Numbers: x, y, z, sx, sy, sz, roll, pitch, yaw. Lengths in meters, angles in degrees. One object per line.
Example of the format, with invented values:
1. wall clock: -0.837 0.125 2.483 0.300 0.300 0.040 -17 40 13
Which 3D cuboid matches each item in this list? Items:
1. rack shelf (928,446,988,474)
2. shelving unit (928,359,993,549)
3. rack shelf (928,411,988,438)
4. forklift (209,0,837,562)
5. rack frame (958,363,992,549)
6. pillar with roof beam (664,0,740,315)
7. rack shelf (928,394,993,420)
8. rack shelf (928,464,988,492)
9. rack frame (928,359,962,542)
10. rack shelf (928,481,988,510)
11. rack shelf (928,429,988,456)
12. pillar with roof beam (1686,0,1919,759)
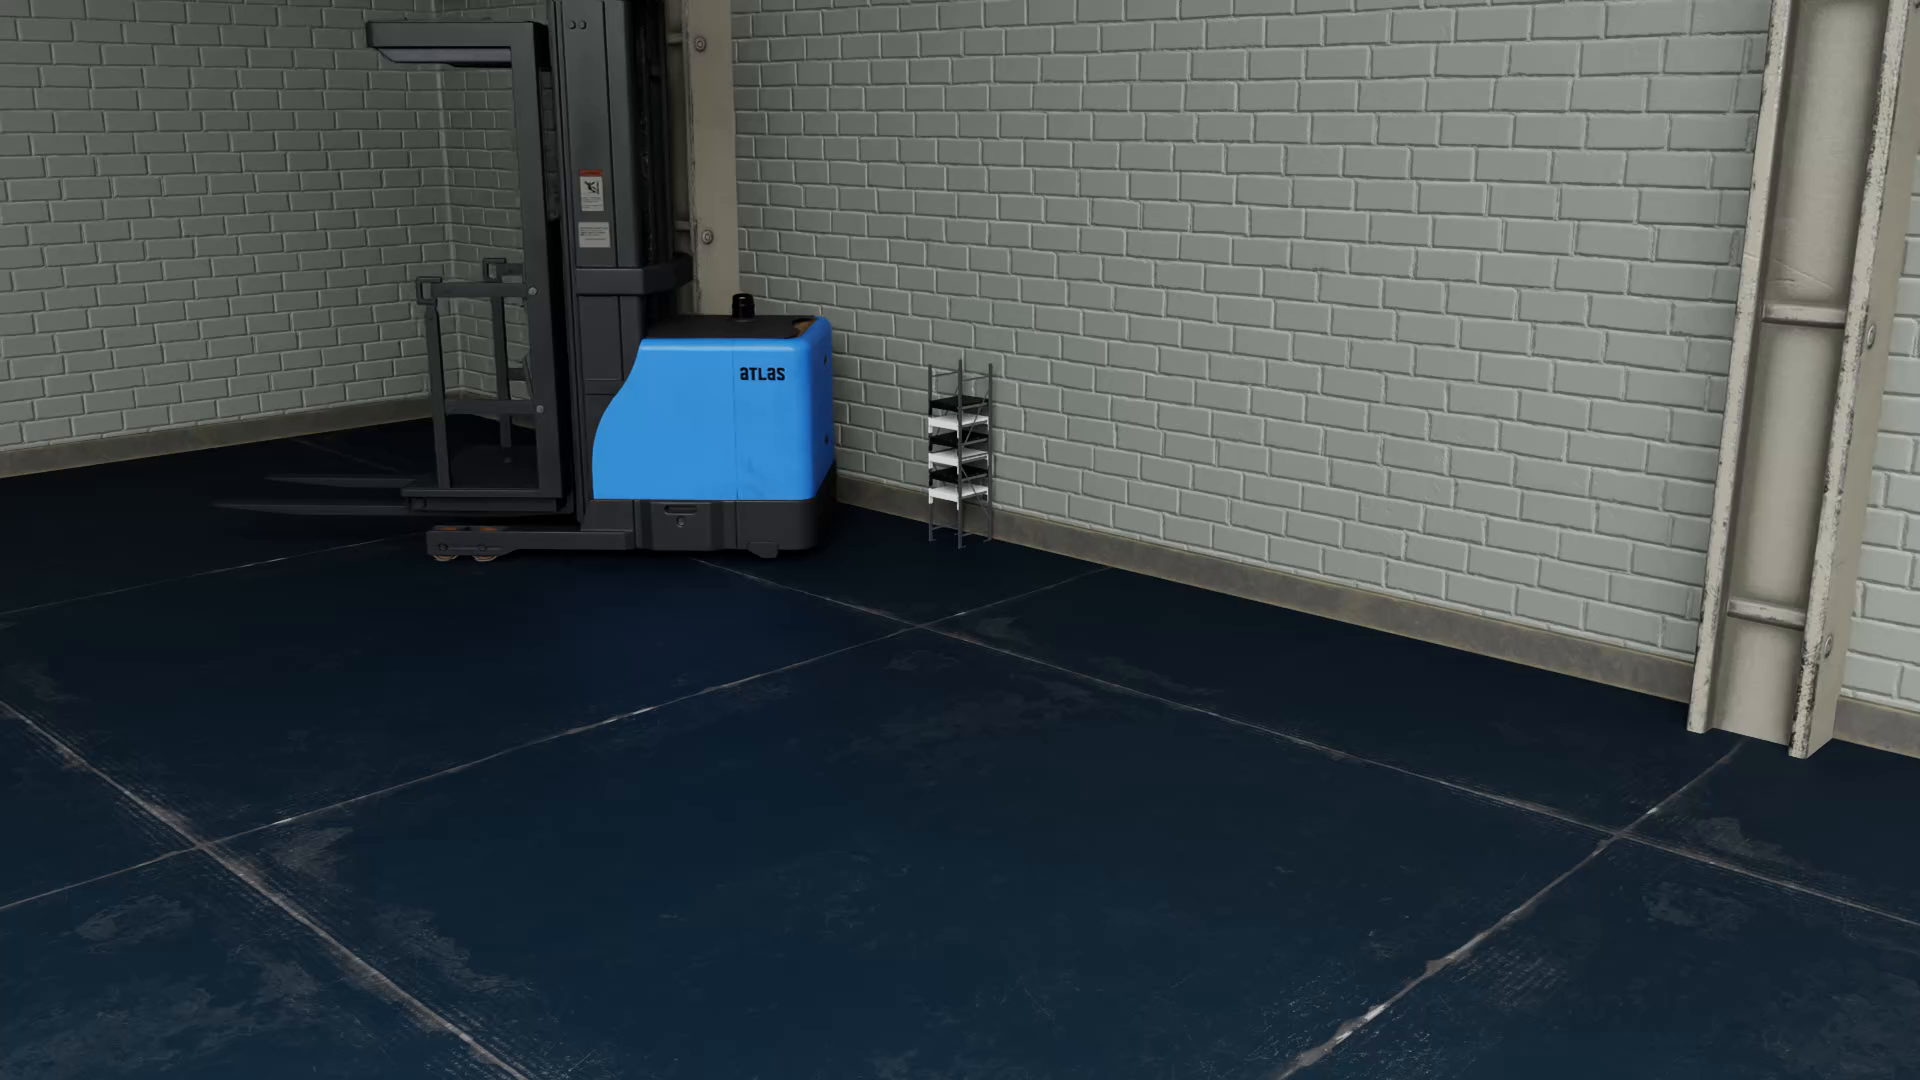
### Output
1. rack shelf: 0.001 -0.400 8.315 0.200 0.077 0.258 13 20 42
2. shelving unit: 0.001 -0.432 8.306 0.210 0.900 0.258 13 20 42
3. rack shelf: 0.001 -0.574 8.269 0.200 0.077 0.258 13 20 42
4. forklift: -2.185 -1.445 8.166 3.031 2.935 1.130 1 15 2
5. rack frame: 0.075 -0.415 8.239 0.006 0.900 0.240 13 20 42
6. pillar with roof beam: -4.498 -3.948 5.736 0.400 9.000 9.100 14 20 42
7. rack shelf: 0.001 -0.661 8.247 0.200 0.077 0.258 13 20 42
8. rack shelf: 0.001 -0.313 8.337 0.200 0.077 0.258 13 20 42
9. rack frame: -0.073 -0.450 8.374 0.006 0.900 0.240 13 20 42
10. rack shelf: 0.001 -0.226 8.360 0.200 0.077 0.258 13 20 42
11. rack shelf: 0.001 -0.487 8.292 0.200 0.077 0.258 13 20 42
12. pillar with roof beam: -0.179 -2.898 1.706 0.400 9.000 9.100 14 20 42
